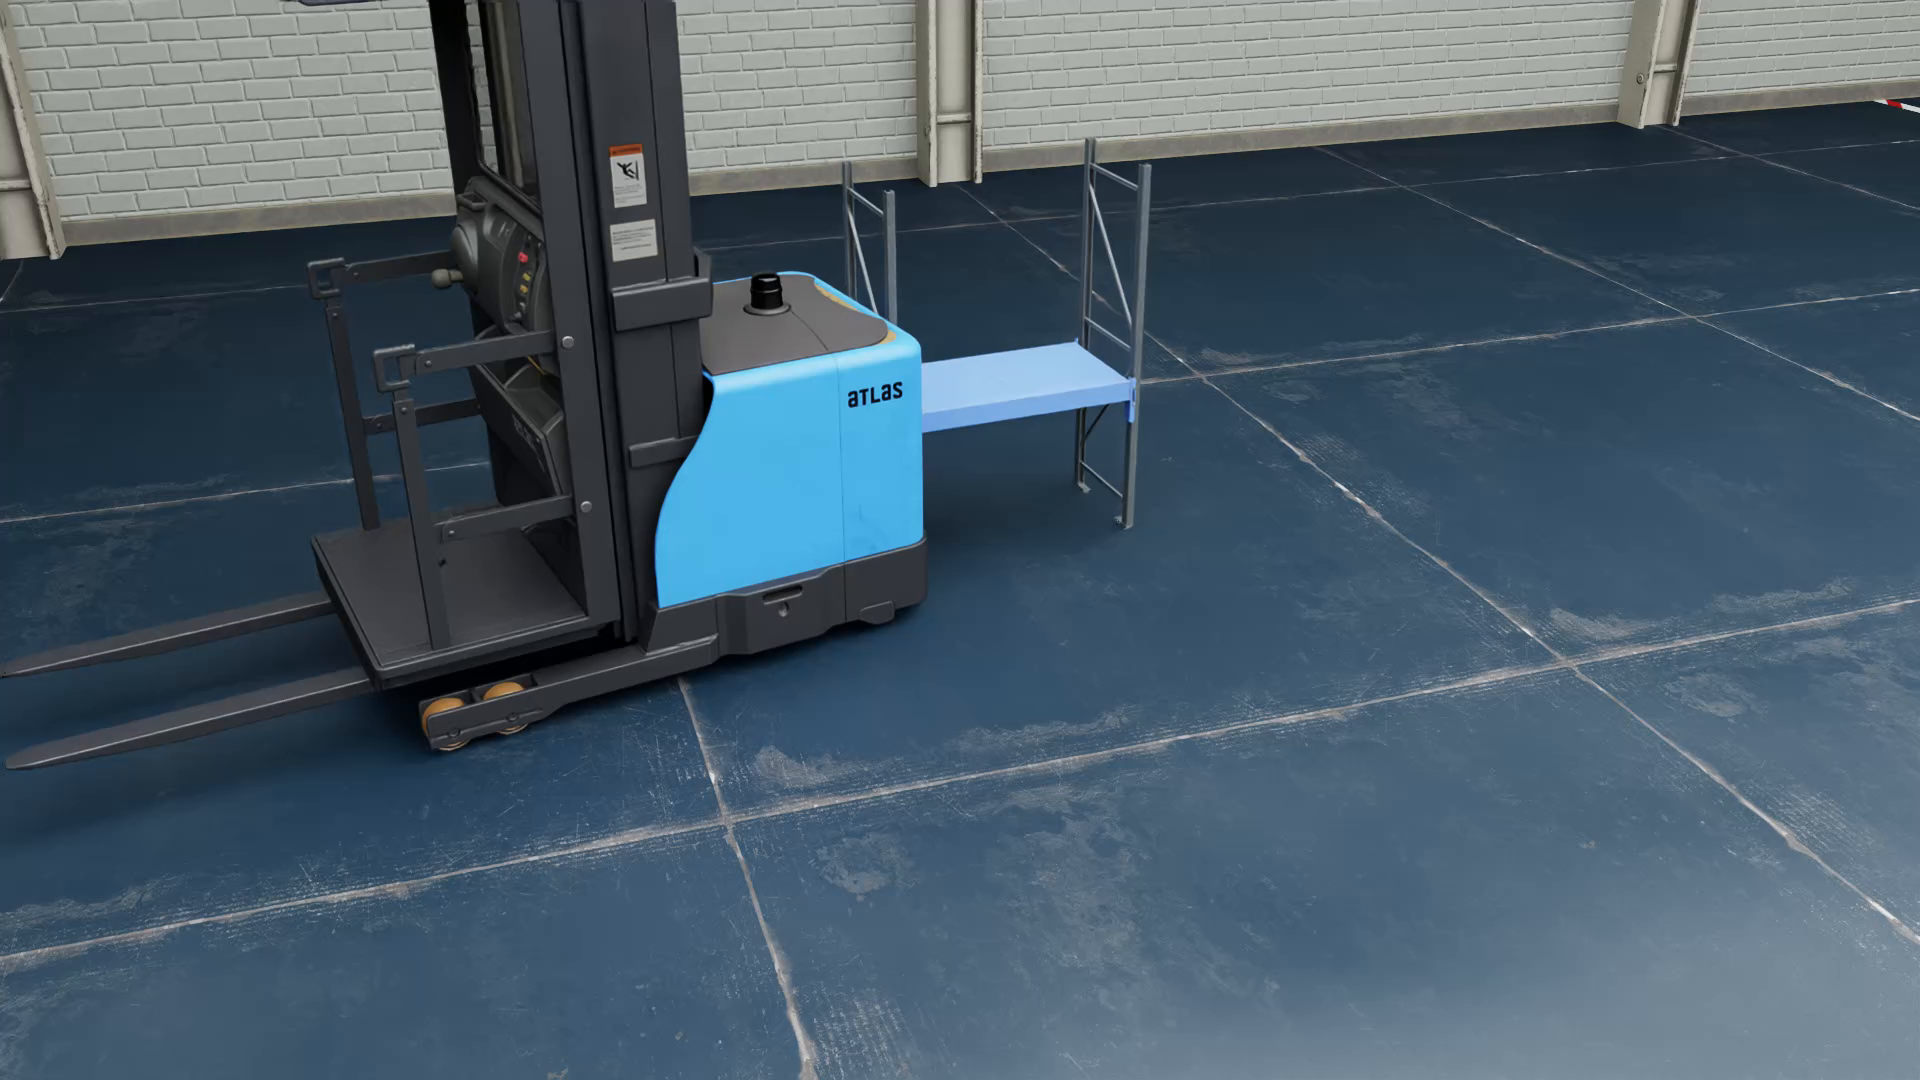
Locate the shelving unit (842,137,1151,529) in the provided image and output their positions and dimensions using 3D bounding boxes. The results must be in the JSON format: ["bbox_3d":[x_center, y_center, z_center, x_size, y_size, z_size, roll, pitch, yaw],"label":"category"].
[{"bbox_3d":[0.134,-0.736,6.546,1.048,1.500,0.538,-10,28,-20],"label":"shelving unit"}]

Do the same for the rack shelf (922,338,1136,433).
[{"bbox_3d":[0.134,-0.575,6.626,1.000,0.185,0.538,-10,28,-20],"label":"rack shelf"}]

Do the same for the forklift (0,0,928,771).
[{"bbox_3d":[-1.656,-0.901,5.269,3.031,2.935,1.130,-14,30,-26],"label":"forklift"}]

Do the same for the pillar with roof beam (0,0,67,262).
[{"bbox_3d":[-4.447,-3.981,4.649,0.400,9.000,9.100,-8,28,-16],"label":"pillar with roof beam"}]

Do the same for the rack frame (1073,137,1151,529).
[{"bbox_3d":[0.604,-0.821,6.718,0.032,1.500,0.500,-10,28,-20],"label":"rack frame"}]

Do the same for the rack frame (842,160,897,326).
[{"bbox_3d":[-0.337,-0.650,6.373,0.032,1.500,0.500,-10,28,-20],"label":"rack frame"}]

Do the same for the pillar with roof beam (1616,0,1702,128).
[{"bbox_3d":[6.963,-5.633,7.978,0.400,9.000,9.100,-8,28,-16],"label":"pillar with roof beam"}]

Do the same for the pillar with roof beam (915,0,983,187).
[{"bbox_3d":[1.258,-4.807,6.313,0.400,9.000,9.100,-8,28,-16],"label":"pillar with roof beam"}]
